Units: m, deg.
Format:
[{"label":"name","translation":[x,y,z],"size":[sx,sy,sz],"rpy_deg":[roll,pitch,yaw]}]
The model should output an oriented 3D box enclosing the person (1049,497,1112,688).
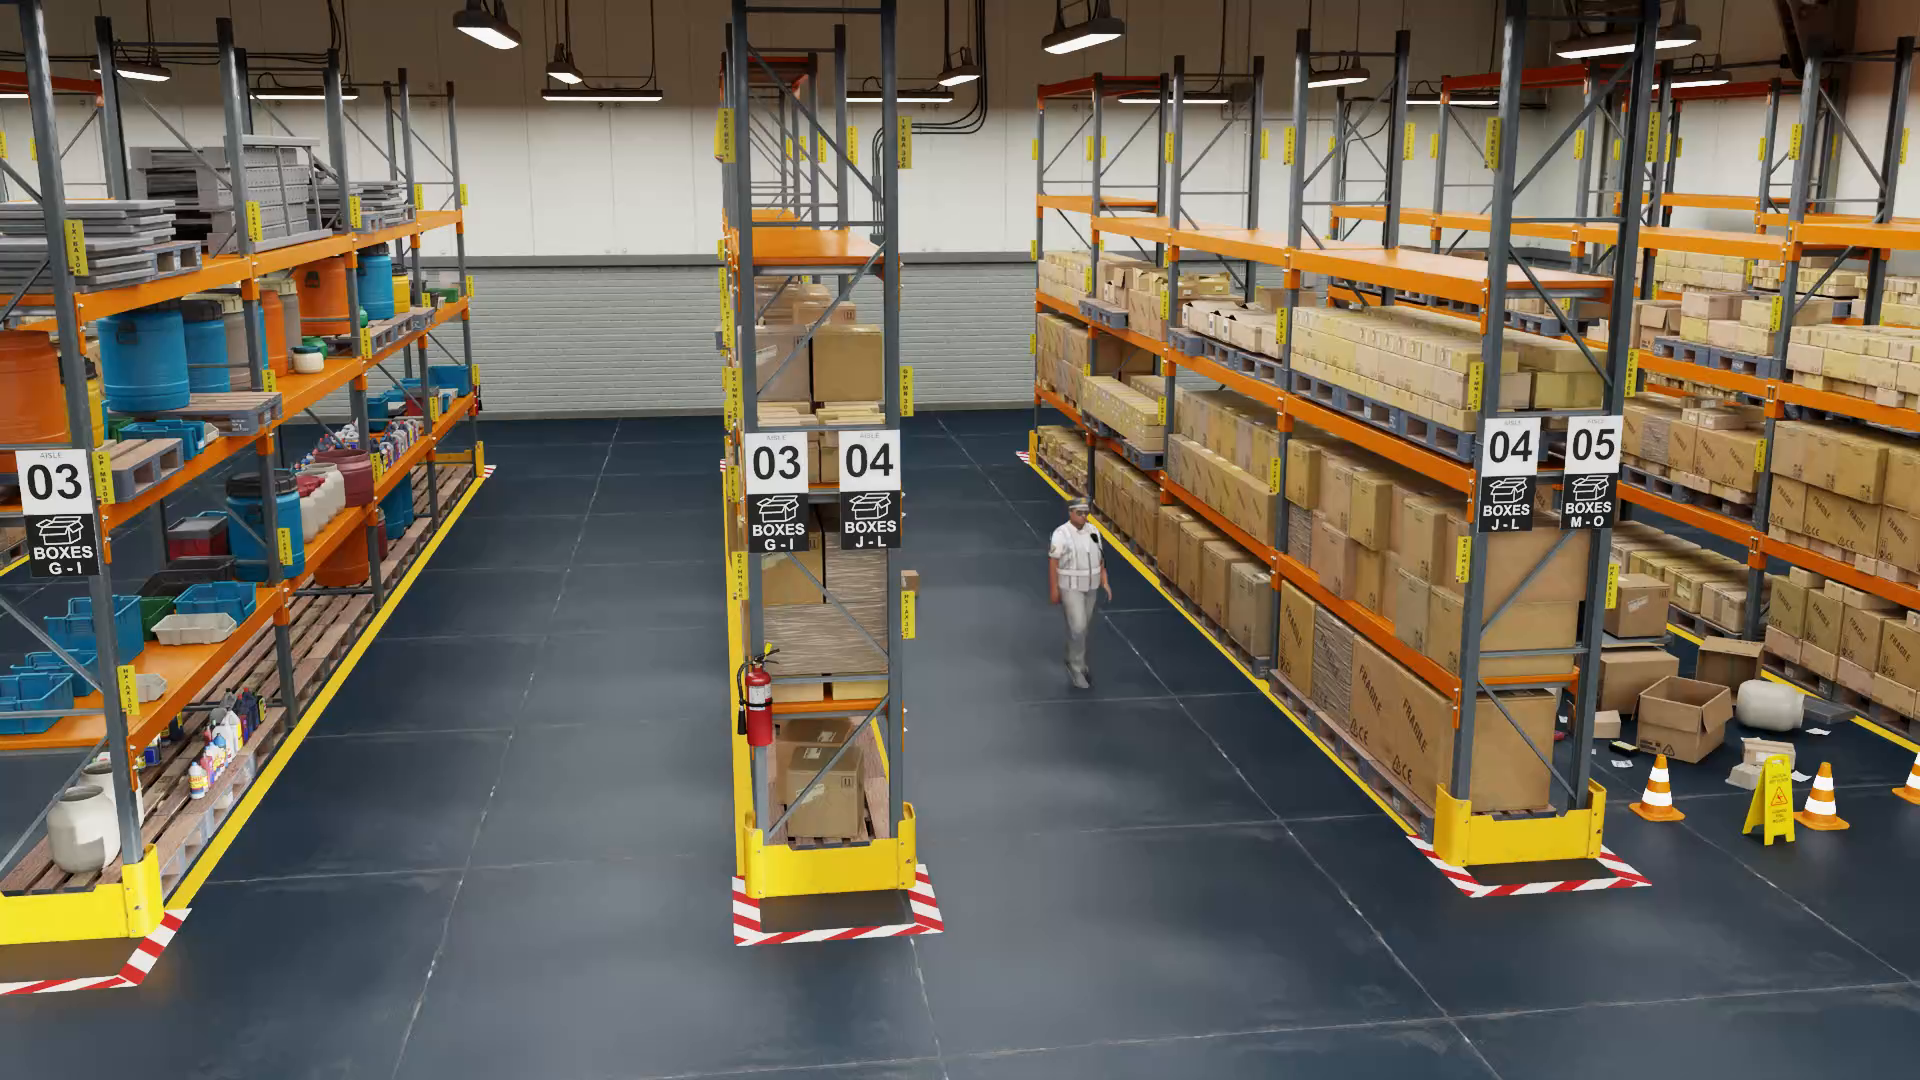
[{"label":"person","translation":[1.170,0.490,15.903],"size":[0.540,1.837,0.625],"rpy_deg":[-9,16,-34]}]
